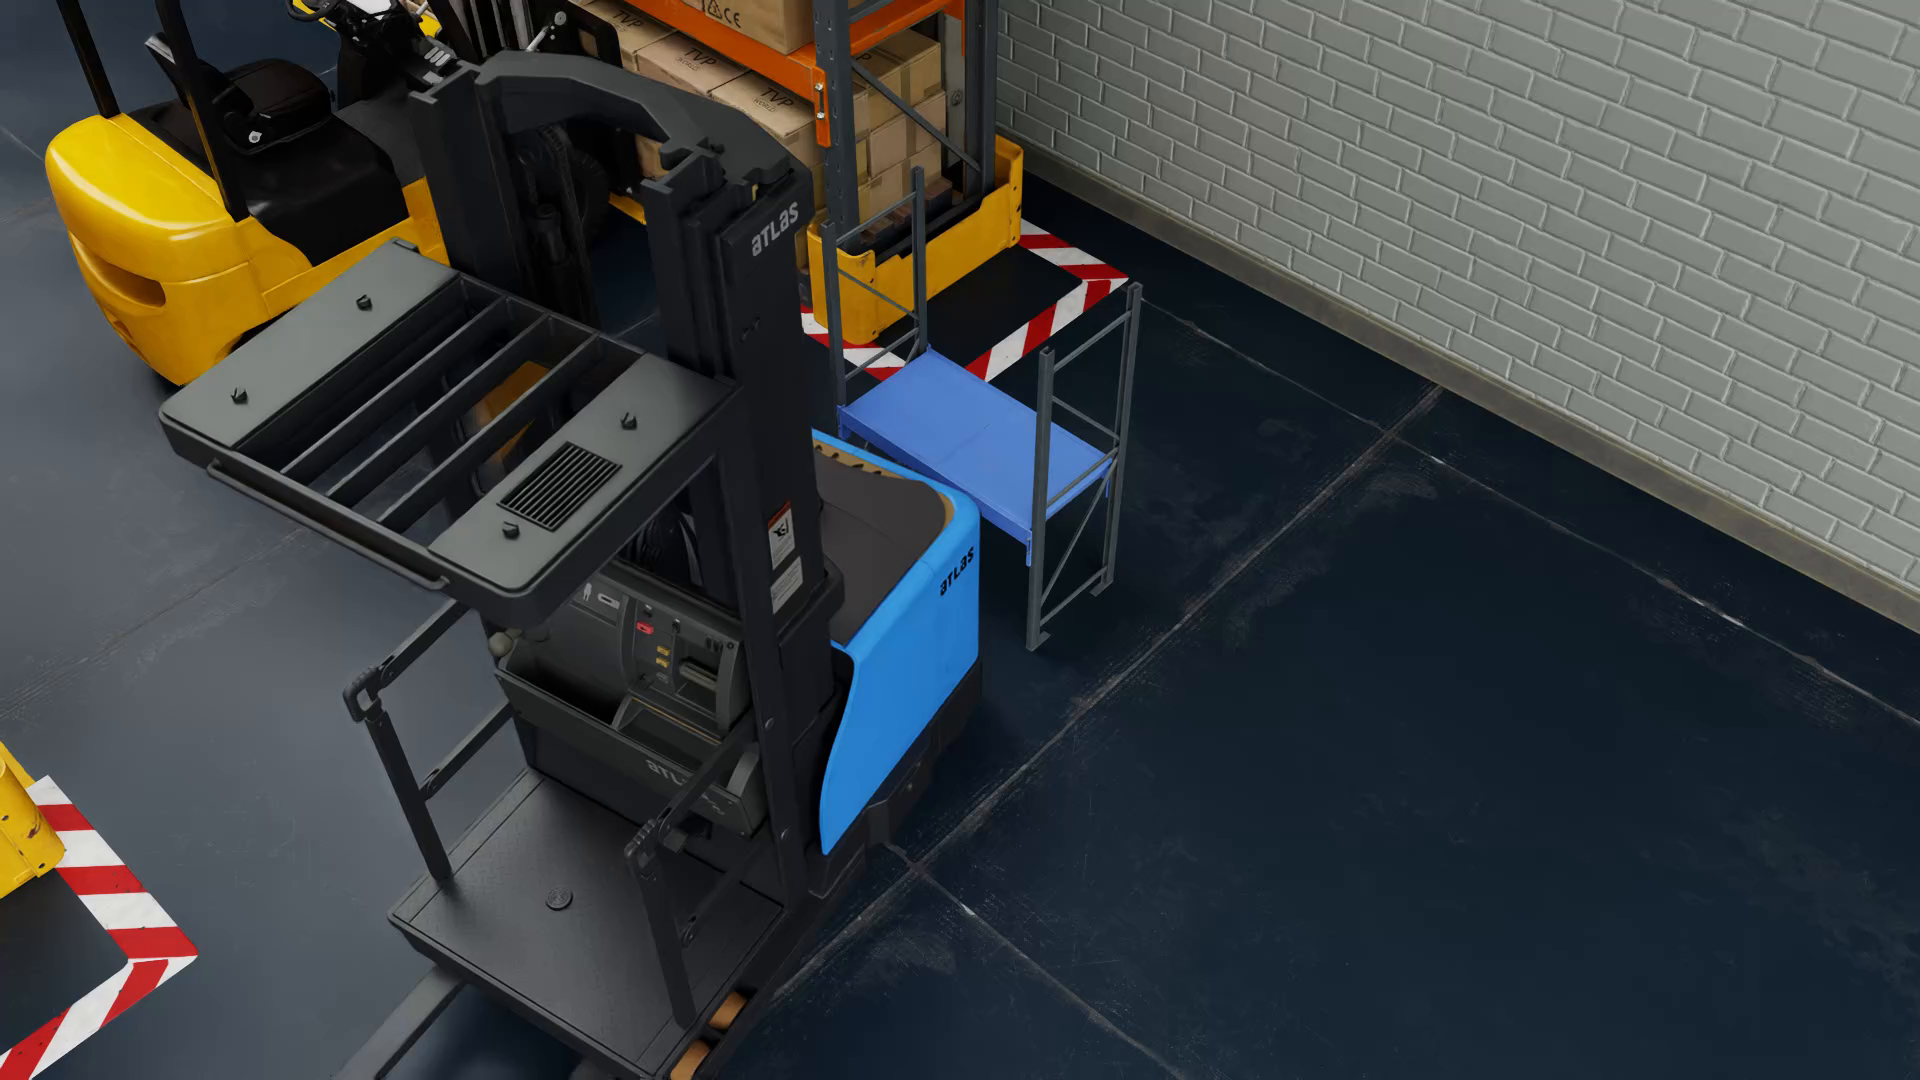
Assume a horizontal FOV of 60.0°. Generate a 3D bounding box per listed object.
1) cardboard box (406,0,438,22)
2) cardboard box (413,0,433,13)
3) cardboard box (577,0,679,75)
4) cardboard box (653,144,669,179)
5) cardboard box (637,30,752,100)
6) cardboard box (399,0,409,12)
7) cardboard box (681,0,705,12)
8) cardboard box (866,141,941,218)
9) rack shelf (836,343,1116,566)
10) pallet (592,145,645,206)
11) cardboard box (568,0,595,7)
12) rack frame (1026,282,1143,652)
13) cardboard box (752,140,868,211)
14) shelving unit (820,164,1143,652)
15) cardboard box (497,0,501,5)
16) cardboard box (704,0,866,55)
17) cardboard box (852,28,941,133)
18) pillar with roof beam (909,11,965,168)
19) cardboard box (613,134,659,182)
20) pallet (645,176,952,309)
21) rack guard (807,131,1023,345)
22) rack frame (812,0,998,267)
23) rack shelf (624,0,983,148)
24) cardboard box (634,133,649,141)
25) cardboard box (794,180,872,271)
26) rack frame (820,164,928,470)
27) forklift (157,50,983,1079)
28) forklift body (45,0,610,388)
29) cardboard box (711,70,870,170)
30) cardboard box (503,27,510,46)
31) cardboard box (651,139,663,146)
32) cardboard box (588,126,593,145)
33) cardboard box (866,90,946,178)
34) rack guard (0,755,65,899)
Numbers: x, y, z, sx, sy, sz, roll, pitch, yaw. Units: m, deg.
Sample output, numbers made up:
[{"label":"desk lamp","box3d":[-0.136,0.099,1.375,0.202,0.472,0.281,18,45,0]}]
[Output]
[{"label":"cardboard box","box3d":[-2.637,-2.841,9.066,0.500,0.250,0.500,33,55,27]},{"label":"cardboard box","box3d":[-2.634,-3.019,8.890,0.500,0.250,0.500,34,55,27]},{"label":"cardboard box","box3d":[-1.519,-2.418,7.984,0.500,0.250,0.500,35,56,28]},{"label":"cardboard box","box3d":[-1.131,-1.836,8.123,0.500,0.250,0.500,34,55,28]},{"label":"cardboard box","box3d":[-1.142,-2.174,7.755,0.500,0.250,0.500,35,56,28]},{"label":"cardboard box","box3d":[-3.021,-3.083,9.294,0.500,0.250,0.500,34,56,28]},{"label":"cardboard box","box3d":[-1.127,-2.718,7.284,0.500,0.500,0.500,36,56,29]},{"label":"cardboard box","box3d":[-0.441,-1.870,8.155,0.500,0.250,0.500,34,56,28]},{"label":"rack shelf","box3d":[0.063,-0.348,6.403,1.000,0.185,0.538,34,55,28]},{"label":"pallet","box3d":[-1.695,-2.324,8.896,1.213,0.211,1.003,34,55,28]},{"label":"cardboard box","box3d":[-1.887,-2.673,8.223,0.500,0.250,0.500,33,55,27]},{"label":"rack frame","box3d":[0.436,-0.220,6.036,0.032,1.500,0.500,34,55,28]},{"label":"cardboard box","box3d":[-0.782,-1.766,7.715,0.500,0.250,0.500,33,55,27]},{"label":"shelving unit","box3d":[0.063,-0.471,6.272,1.048,1.500,0.538,34,55,28]},{"label":"cardboard box","box3d":[-2.267,-2.937,8.471,0.500,0.250,0.500,36,56,29]},{"label":"cardboard box","box3d":[-0.752,-2.456,7.039,0.500,0.500,0.500,33,55,27]},{"label":"cardboard box","box3d":[-0.437,-2.203,7.782,0.500,0.250,0.500,33,55,27]},{"label":"pillar with roof beam","box3d":[-3.033,-2.894,3.403,0.400,9.000,9.100,34,55,28]},{"label":"cardboard box","box3d":[-1.493,-2.088,8.360,0.500,0.250,0.500,35,56,28]},{"label":"pallet","box3d":[-0.803,-1.721,8.329,1.213,0.211,1.003,34,55,28]},{"label":"rack guard","box3d":[-0.195,-1.452,7.879,0.348,0.500,1.175,34,55,28]},{"label":"rack frame","box3d":[-0.213,-2.320,6.979,0.127,3.000,1.000,34,55,28]},{"label":"rack shelf","box3d":[-1.682,-3.062,8.170,4.000,0.370,1.077,34,55,28]},{"label":"cardboard box","box3d":[-1.537,-2.264,8.182,0.500,0.250,0.500,33,55,27]},{"label":"cardboard box","box3d":[-0.772,-1.585,7.887,0.500,0.250,0.500,34,56,28]},{"label":"rack frame","box3d":[-0.311,-0.723,6.508,0.032,1.500,0.500,34,55,28]},{"label":"forklift","box3d":[-1.111,0.336,4.532,1.130,2.935,3.031,24,51,21]},{"label":"forklift body","box3d":[-2.843,-1.989,7.251,1.214,2.155,2.313,34,55,28]},{"label":"cardboard box","box3d":[-0.763,-1.925,7.521,0.500,0.250,0.500,36,56,29]},{"label":"cardboard box","box3d":[-2.273,-2.764,8.651,0.500,0.250,0.500,33,55,27]},{"label":"cardboard box","box3d":[-1.144,-2.020,7.953,0.500,0.250,0.500,33,55,27]},{"label":"cardboard box","box3d":[-1.890,-2.333,8.590,0.500,0.250,0.500,36,56,29]},{"label":"cardboard box","box3d":[-0.417,-2.037,7.969,0.500,0.250,0.500,35,56,28]},{"label":"rack guard","box3d":[-3.632,1.159,5.427,0.348,0.500,1.175,34,55,28]}]
